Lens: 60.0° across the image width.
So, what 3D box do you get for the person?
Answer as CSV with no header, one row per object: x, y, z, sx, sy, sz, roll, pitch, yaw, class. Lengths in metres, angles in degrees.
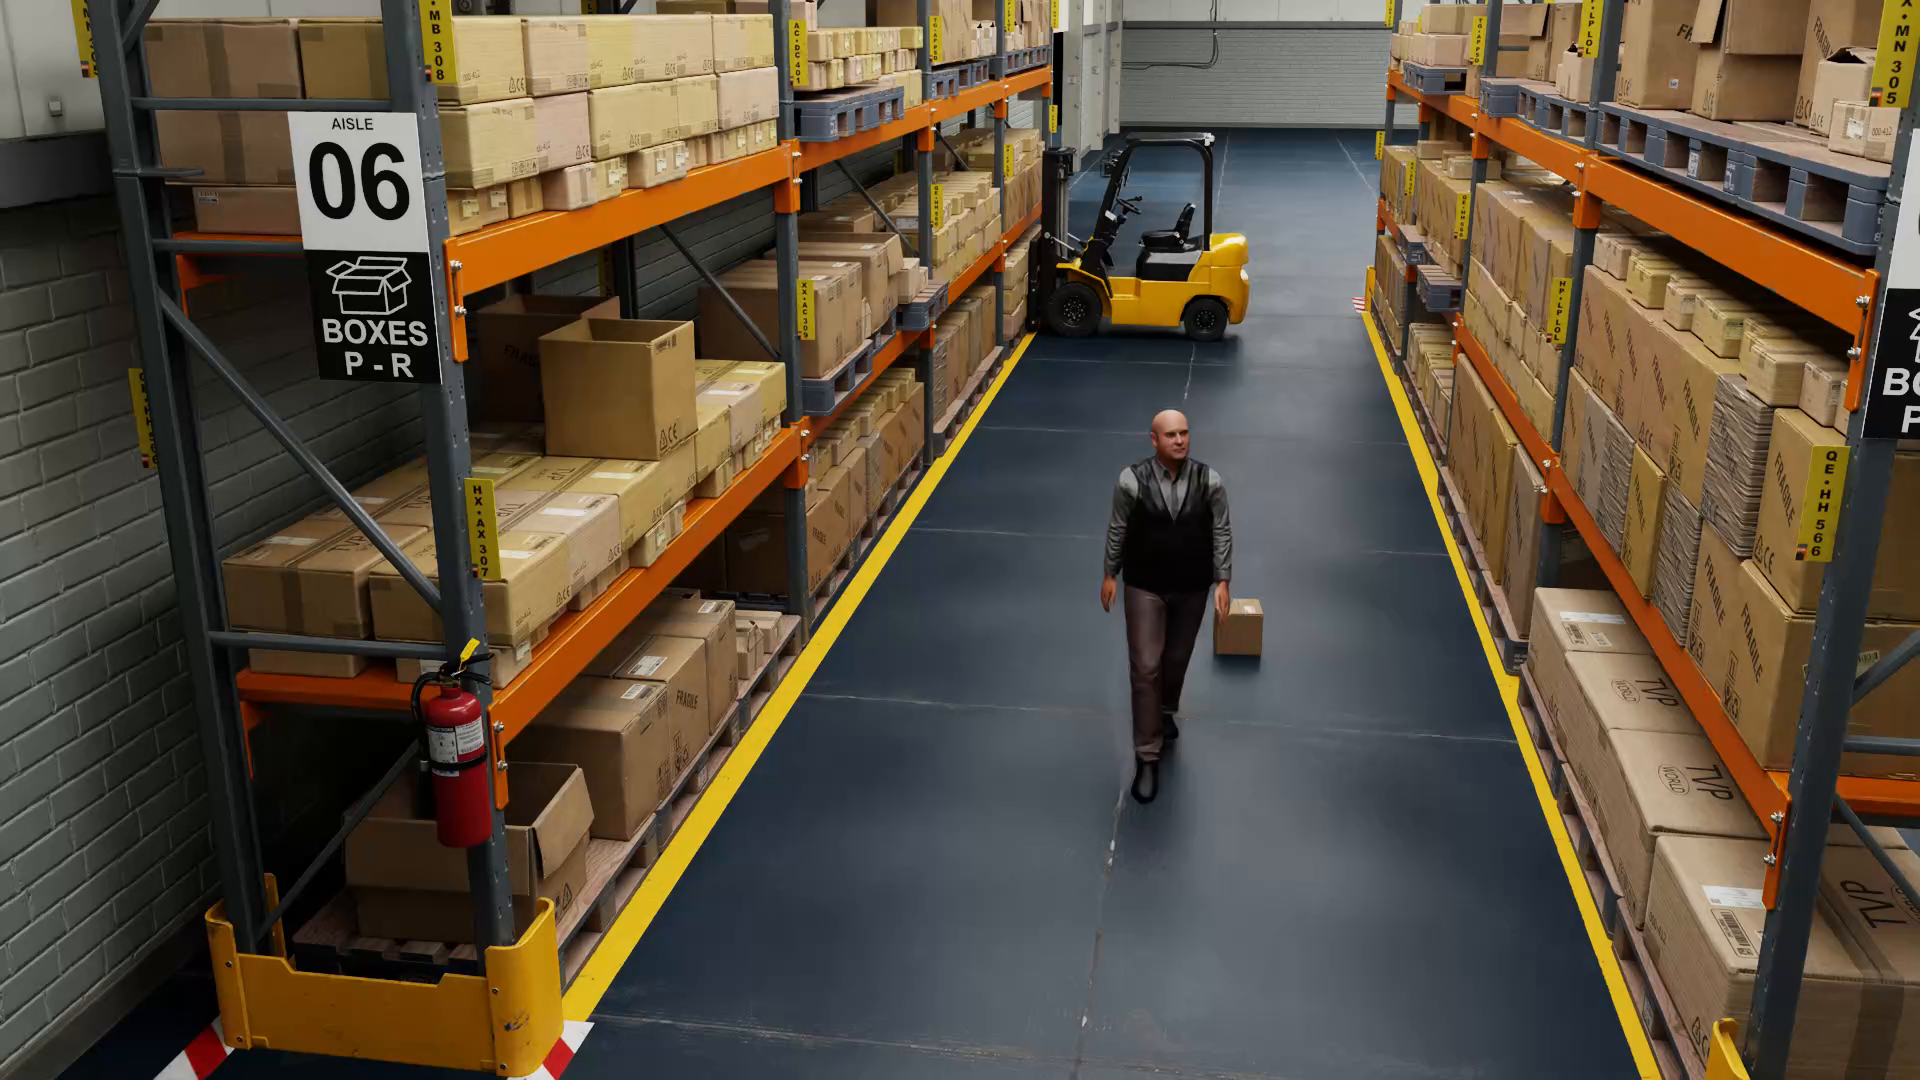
0.988,0.254,7.795,0.580,1.722,0.865,-2,18,-6,person
